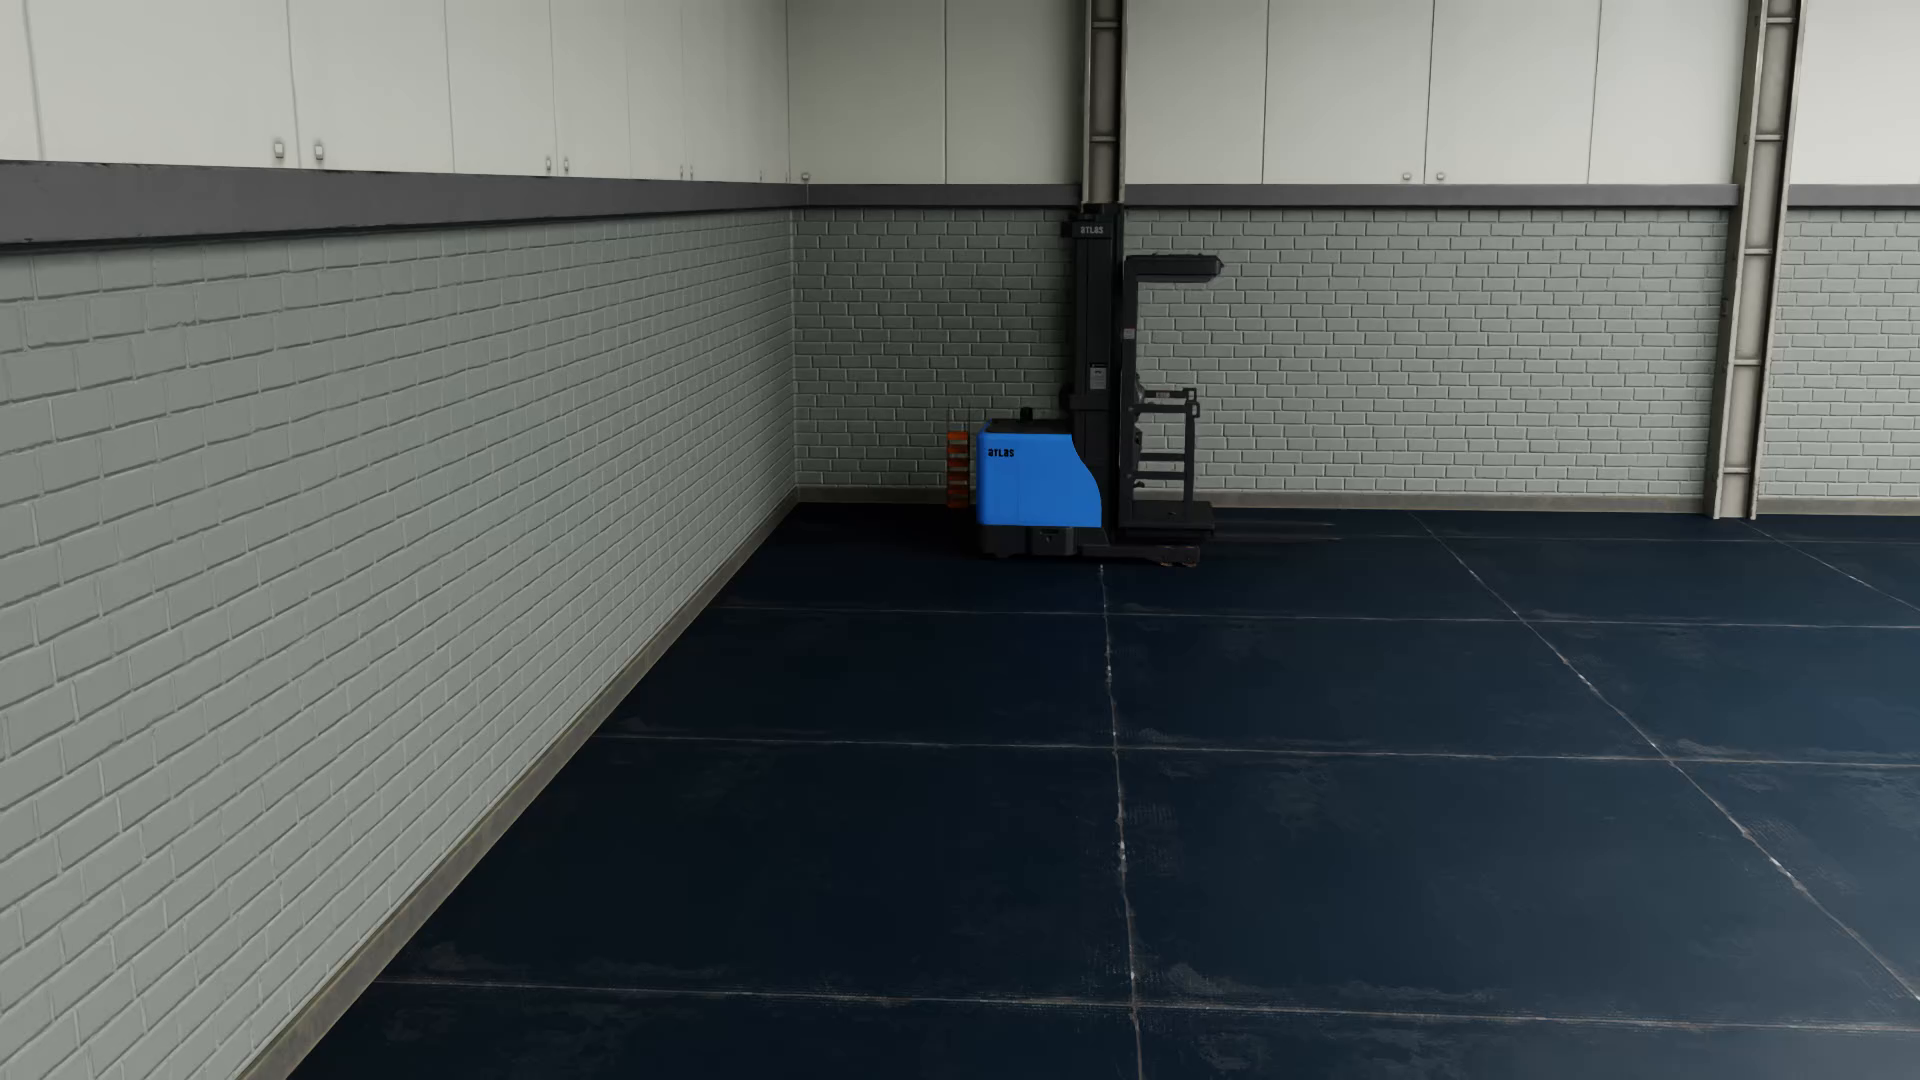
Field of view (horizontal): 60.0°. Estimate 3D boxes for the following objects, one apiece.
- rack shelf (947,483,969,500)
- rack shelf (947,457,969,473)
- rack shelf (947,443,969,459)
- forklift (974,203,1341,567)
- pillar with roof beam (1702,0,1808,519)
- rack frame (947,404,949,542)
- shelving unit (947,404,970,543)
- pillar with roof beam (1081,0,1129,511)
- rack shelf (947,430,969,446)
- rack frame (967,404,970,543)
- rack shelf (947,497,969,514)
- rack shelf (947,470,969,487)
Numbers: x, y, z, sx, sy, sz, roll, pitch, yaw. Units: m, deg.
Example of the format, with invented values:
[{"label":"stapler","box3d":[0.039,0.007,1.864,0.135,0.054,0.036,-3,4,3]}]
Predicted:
[{"label":"rack shelf","box3d":[-0.014,-0.427,14.680,0.180,0.103,0.258,1,12,4]},{"label":"rack shelf","box3d":[-0.014,-0.661,14.631,0.180,0.103,0.258,1,12,4]},{"label":"rack shelf","box3d":[-0.014,-0.779,14.606,0.180,0.103,0.258,1,12,4]},{"label":"forklift","box3d":[1.675,-1.328,13.958,3.031,2.935,1.130,1,12,6]},{"label":"pillar with roof beam","box3d":[7.045,-3.755,10.742,0.400,9.000,9.100,1,12,4]},{"label":"rack frame","box3d":[-0.106,-0.589,14.652,0.006,1.200,0.240,1,12,4]},{"label":"shelving unit","box3d":[-0.014,-0.587,14.646,0.189,1.200,0.258,1,12,4]},{"label":"pillar with roof beam","box3d":[1.058,-3.837,11.134,0.400,9.000,9.100,1,12,4]},{"label":"rack shelf","box3d":[-0.014,-0.896,14.582,0.180,0.103,0.258,1,12,4]},{"label":"rack frame","box3d":[0.077,-0.586,14.640,0.006,1.200,0.240,1,12,4]},{"label":"rack shelf","box3d":[-0.014,-0.309,14.704,0.180,0.103,0.258,1,12,4]},{"label":"rack shelf","box3d":[-0.014,-0.544,14.655,0.180,0.103,0.258,1,12,4]}]
